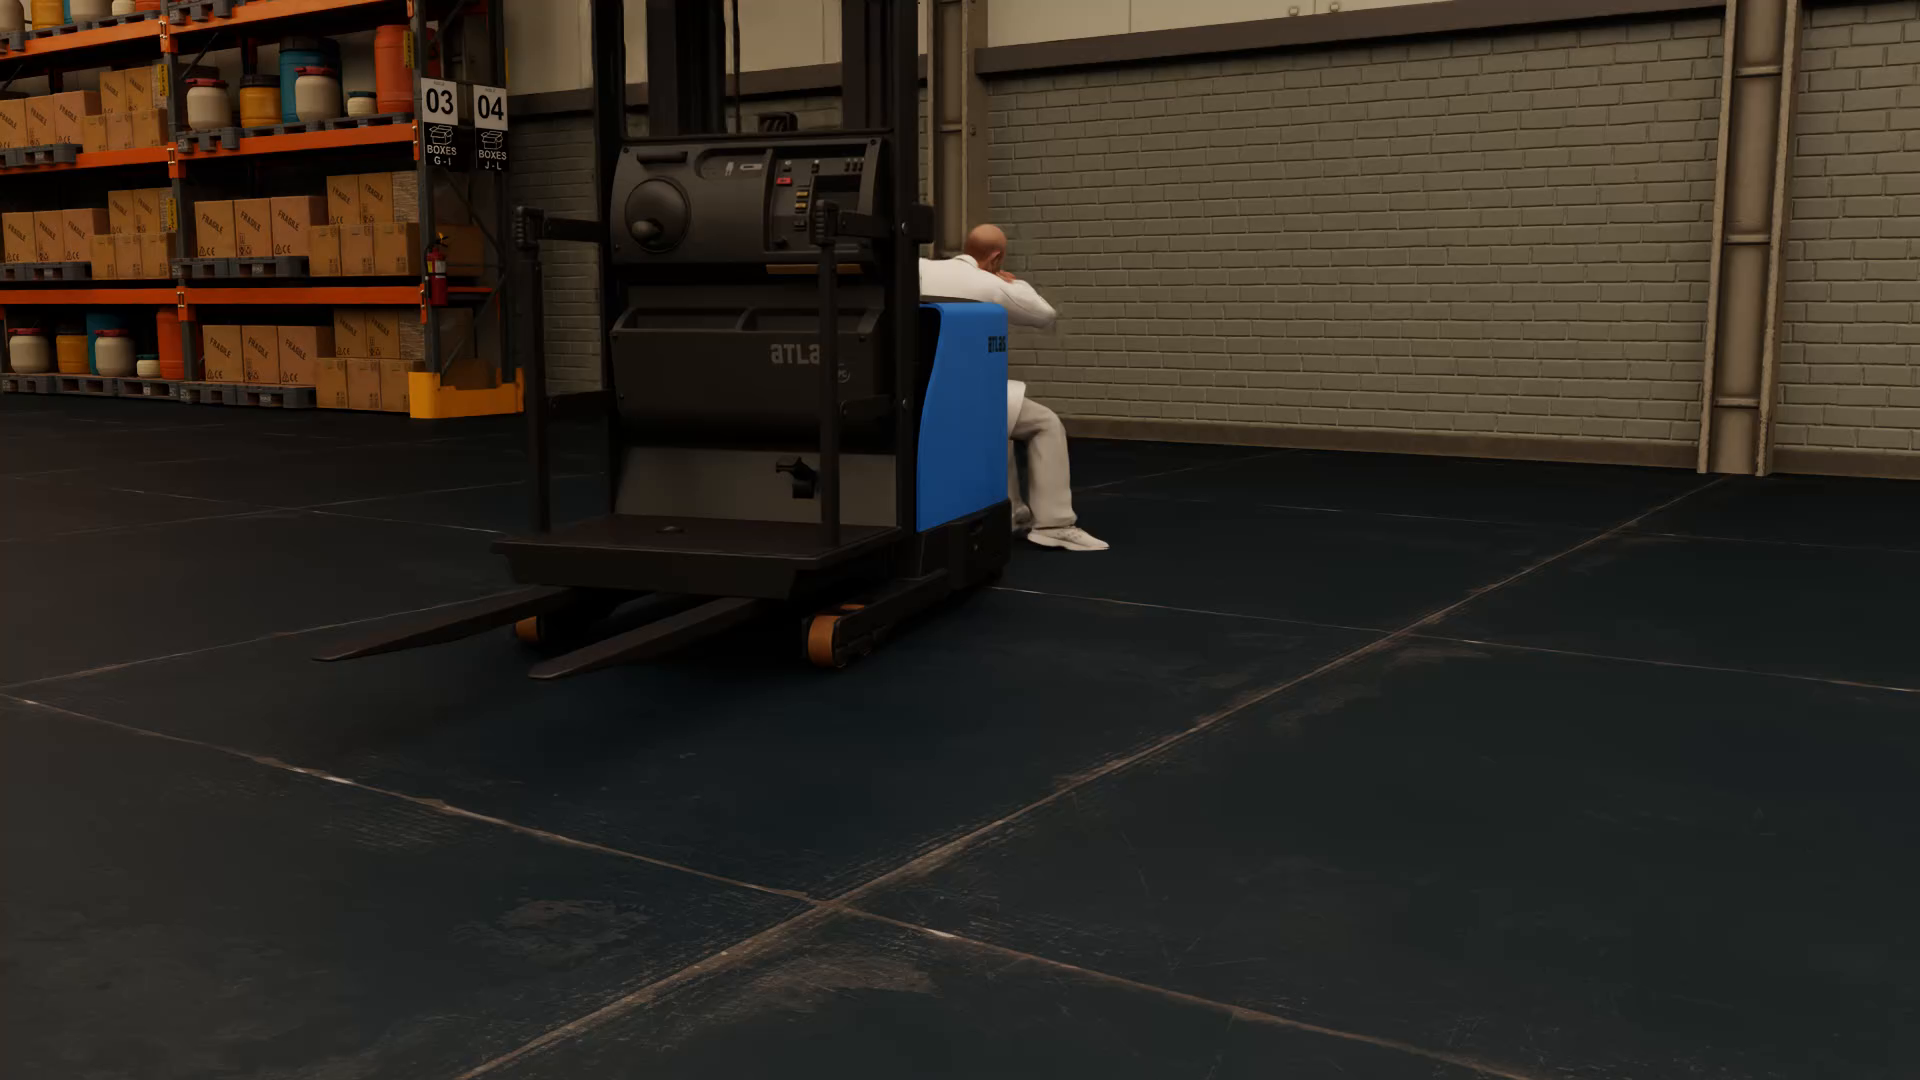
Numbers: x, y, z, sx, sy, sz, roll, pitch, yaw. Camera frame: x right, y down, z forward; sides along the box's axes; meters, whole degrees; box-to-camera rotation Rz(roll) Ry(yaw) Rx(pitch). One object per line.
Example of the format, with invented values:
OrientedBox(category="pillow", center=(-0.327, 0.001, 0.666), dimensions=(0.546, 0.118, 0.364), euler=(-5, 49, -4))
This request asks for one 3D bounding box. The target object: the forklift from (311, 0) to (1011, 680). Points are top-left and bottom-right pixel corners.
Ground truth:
OrientedBox(category="forklift", center=(-0.763, -1.132, 5.154), dimensions=(1.130, 2.935, 3.031), euler=(3, 9, 19))

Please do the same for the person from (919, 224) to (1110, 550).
OrientedBox(category="person", center=(-0.030, -0.700, 7.586), dimensions=(0.747, 1.450, 1.467), euler=(-8, 11, -44))
